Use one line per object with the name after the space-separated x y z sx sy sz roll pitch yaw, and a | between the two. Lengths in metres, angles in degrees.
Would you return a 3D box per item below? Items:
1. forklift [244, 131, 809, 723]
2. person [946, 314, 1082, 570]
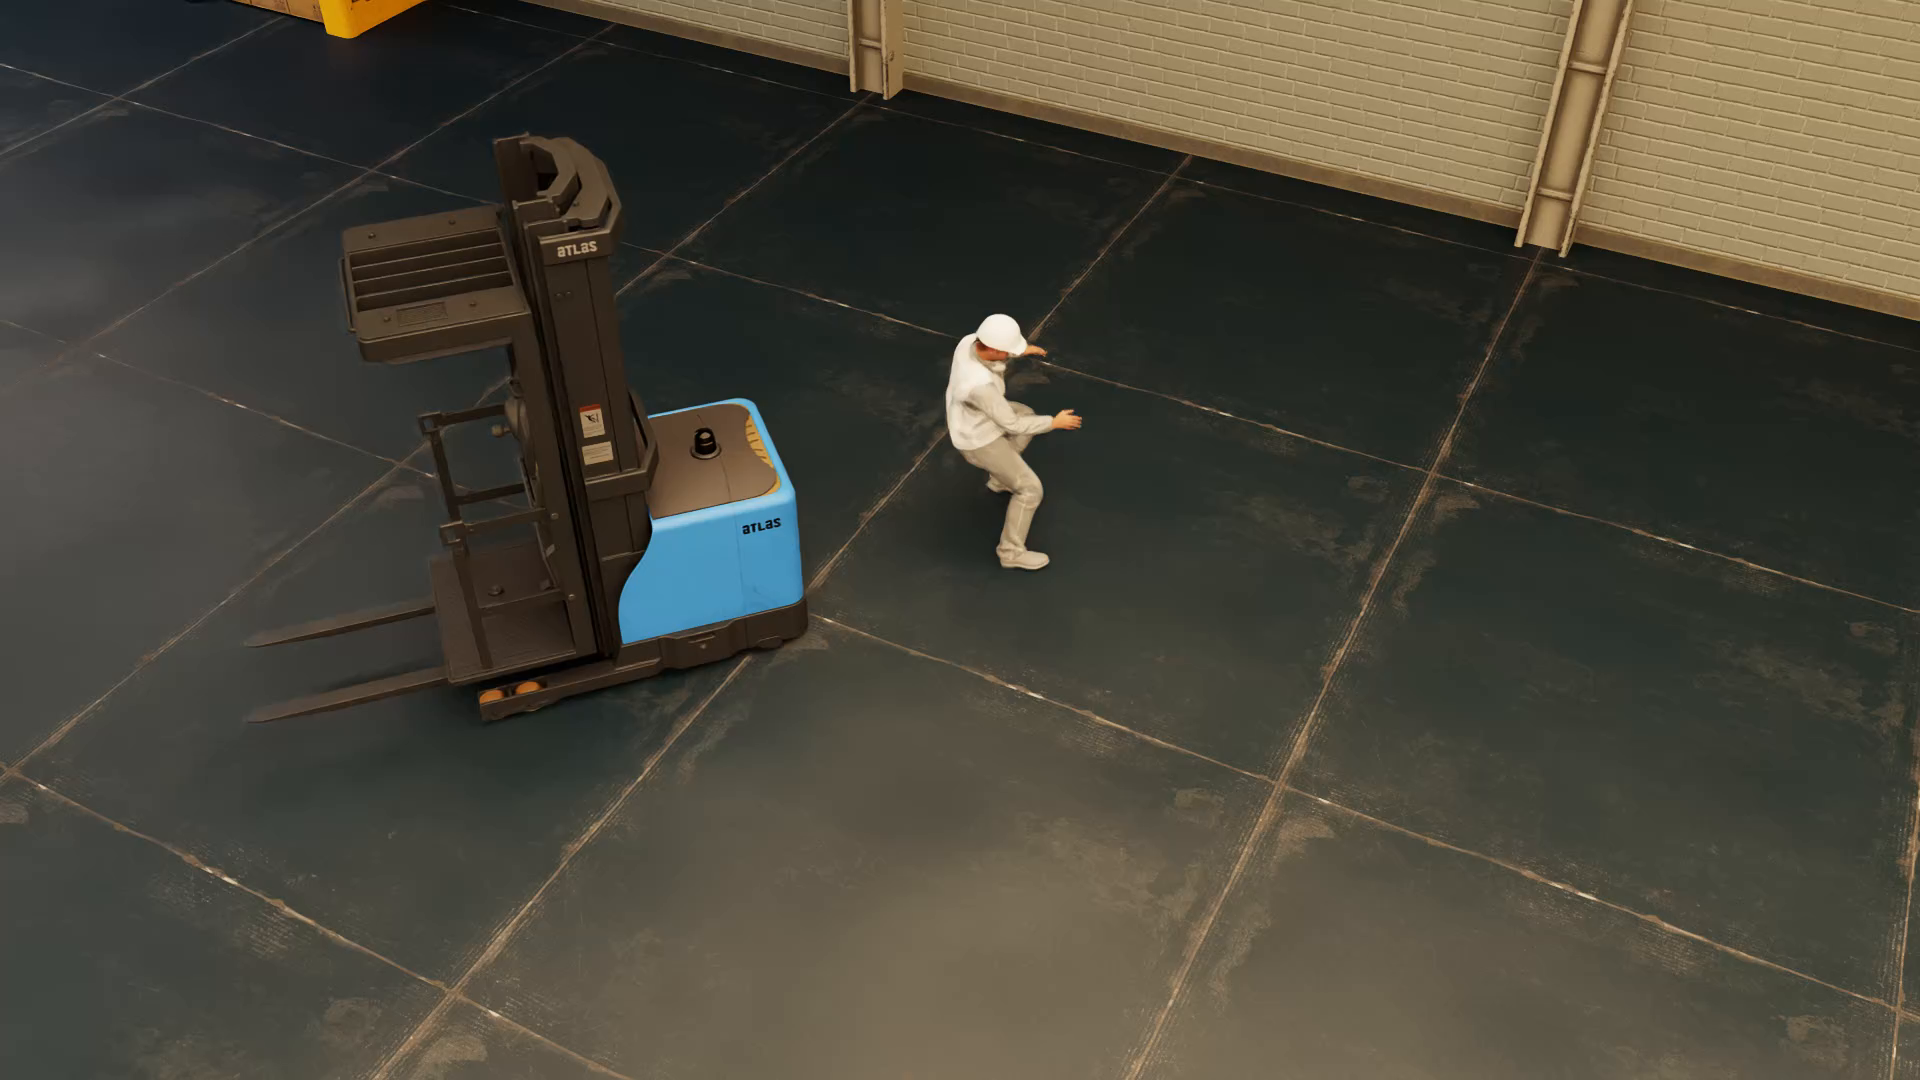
-2.445 -0.523 8.607 3.031 2.935 1.130 -13 42 -15 | forklift
0.310 -0.710 9.891 0.781 1.568 0.953 -2 40 -2 | person
